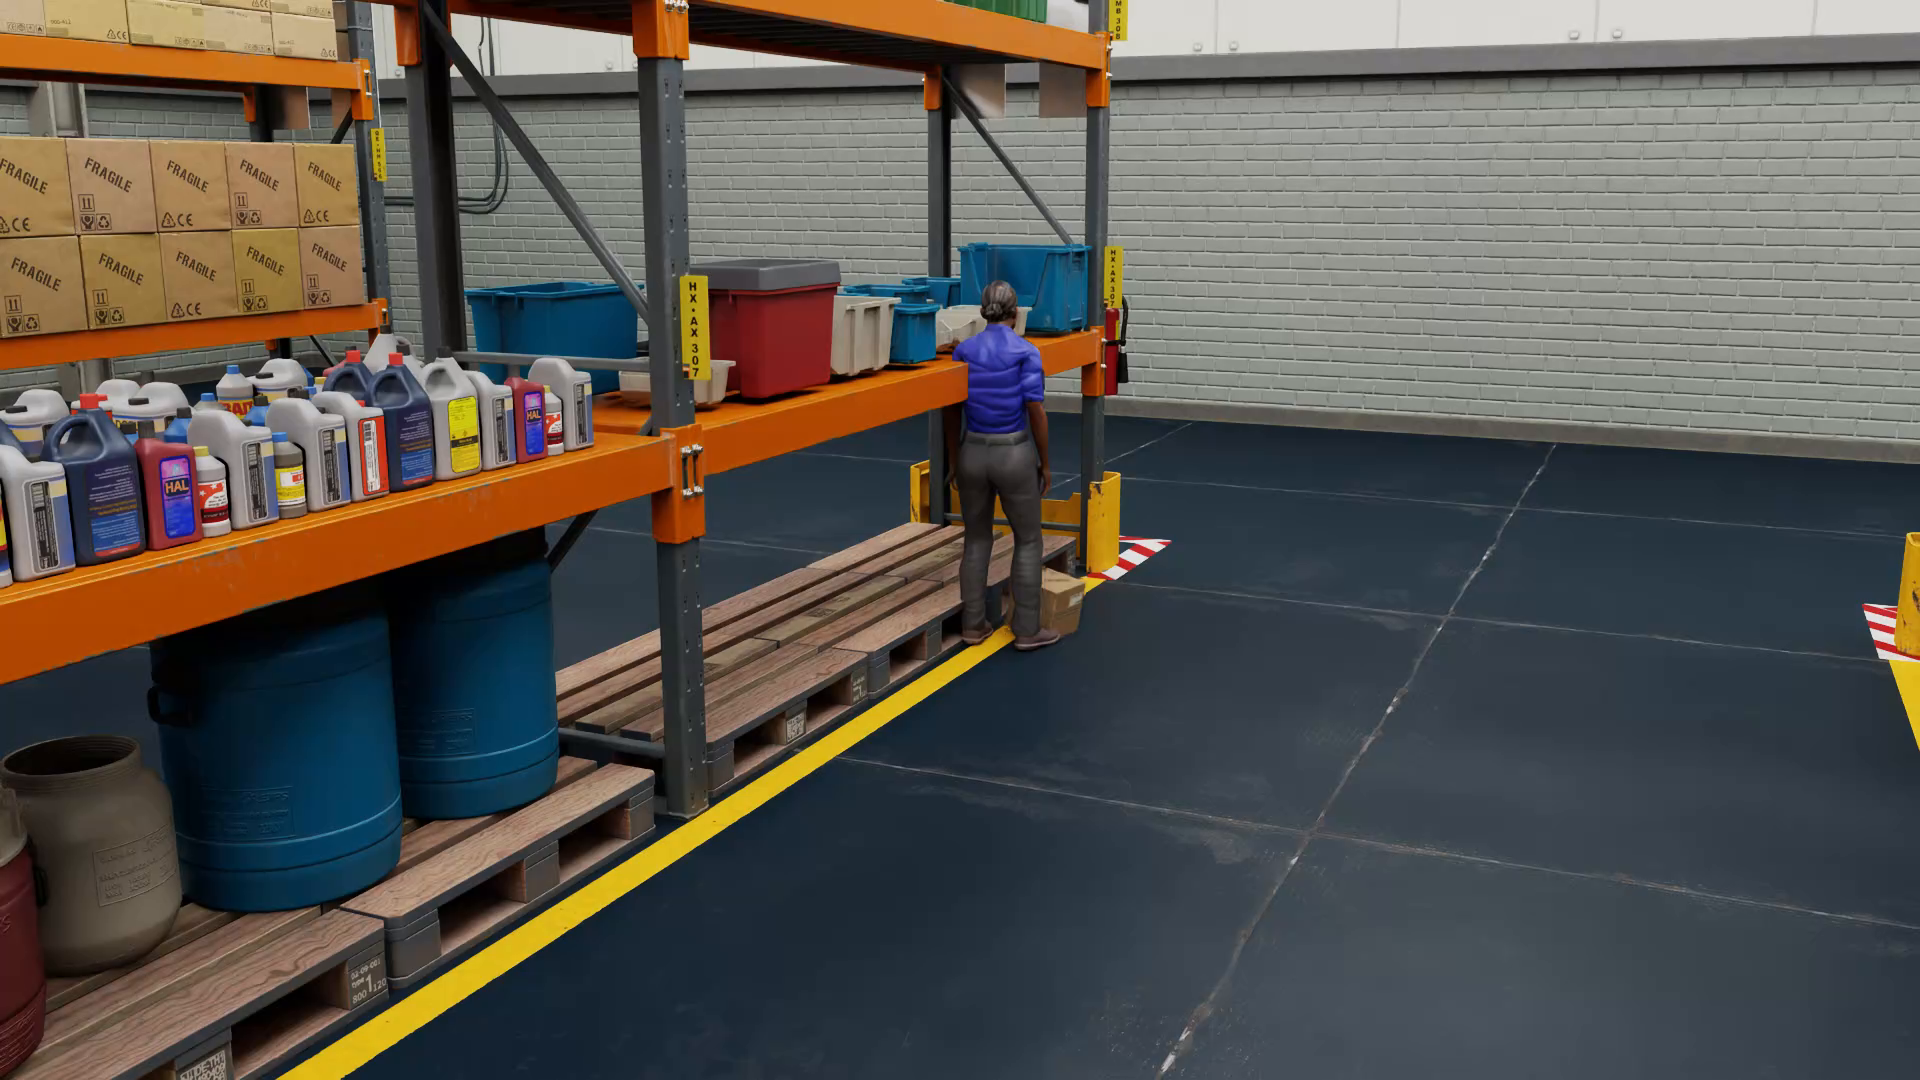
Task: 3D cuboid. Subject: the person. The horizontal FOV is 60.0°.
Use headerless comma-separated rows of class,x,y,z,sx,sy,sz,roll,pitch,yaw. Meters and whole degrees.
person,0.183,-0.333,7.505,0.511,1.654,0.346,5,13,21
